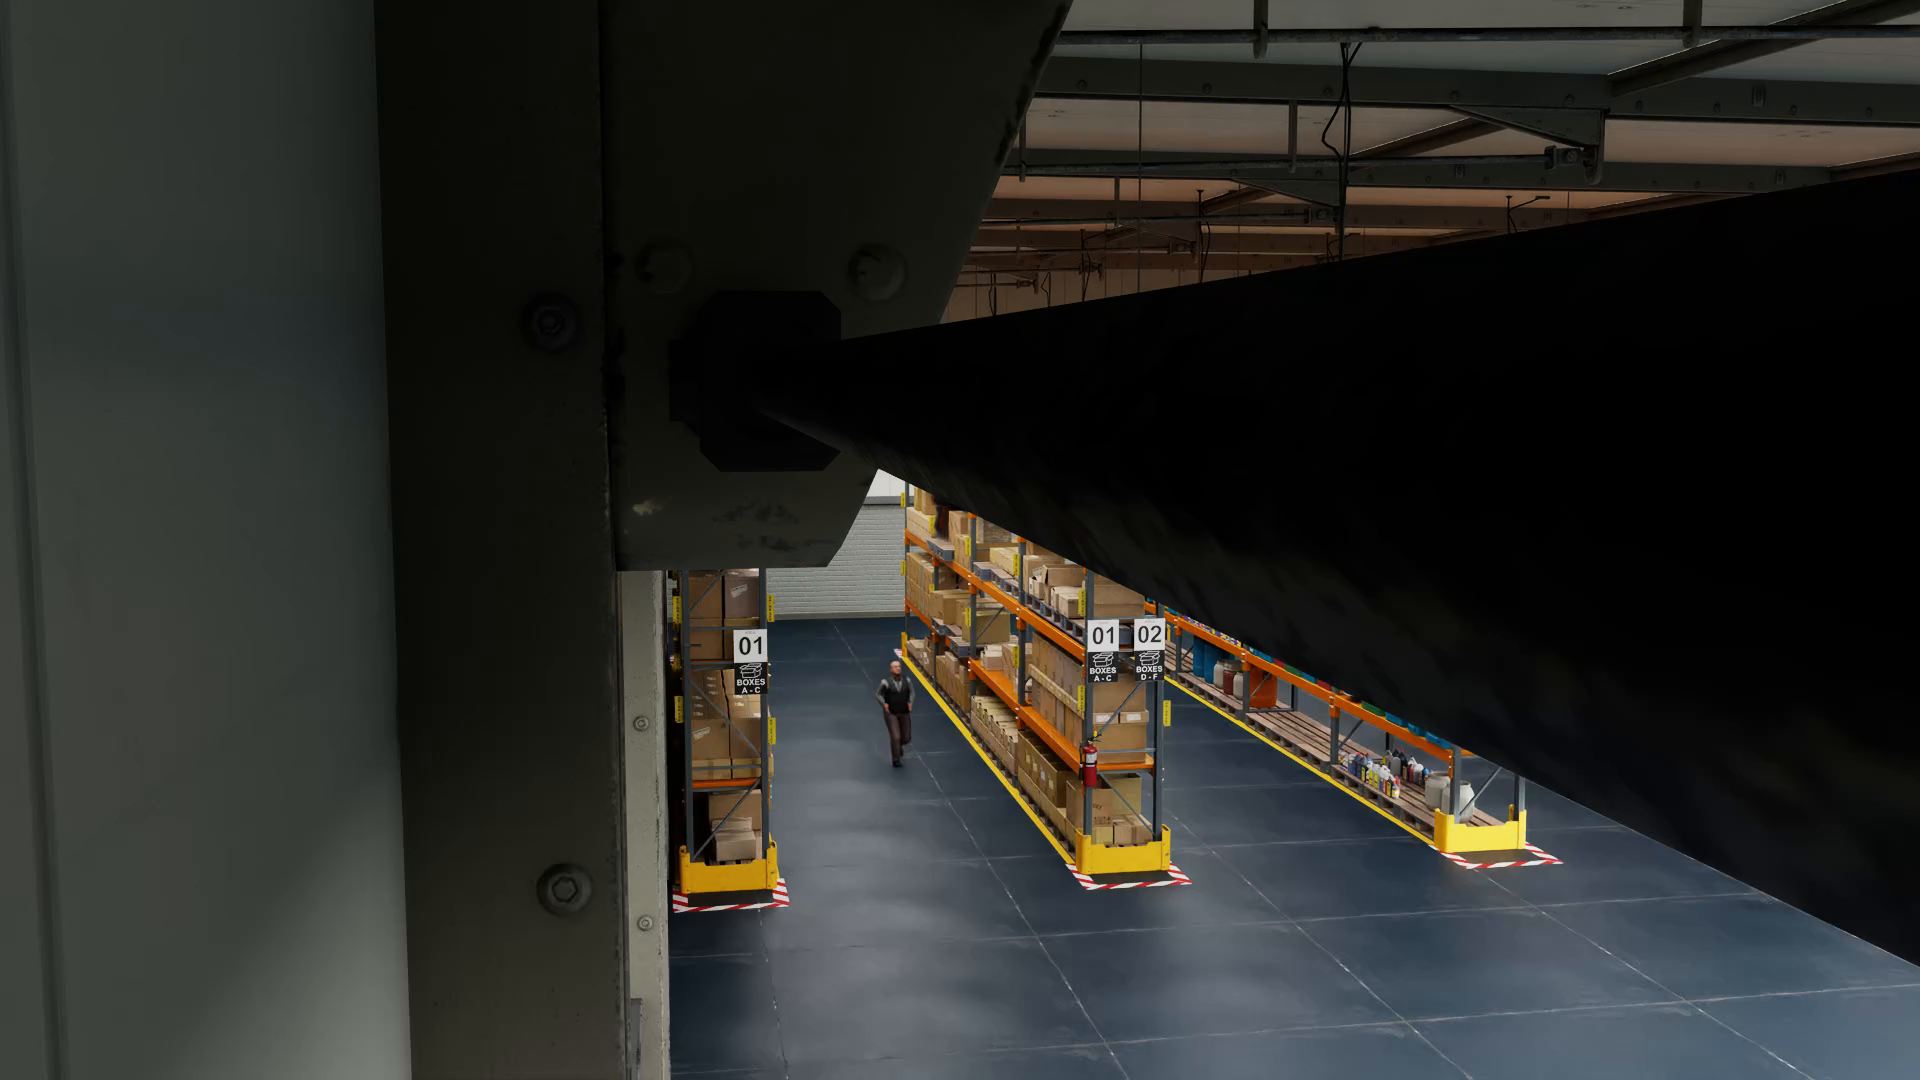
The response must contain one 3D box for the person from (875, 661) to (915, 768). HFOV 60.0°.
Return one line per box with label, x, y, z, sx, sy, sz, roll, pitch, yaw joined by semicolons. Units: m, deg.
person;-1.041;2.792;26.460;0.616;1.601;0.614;-2;6;-18
